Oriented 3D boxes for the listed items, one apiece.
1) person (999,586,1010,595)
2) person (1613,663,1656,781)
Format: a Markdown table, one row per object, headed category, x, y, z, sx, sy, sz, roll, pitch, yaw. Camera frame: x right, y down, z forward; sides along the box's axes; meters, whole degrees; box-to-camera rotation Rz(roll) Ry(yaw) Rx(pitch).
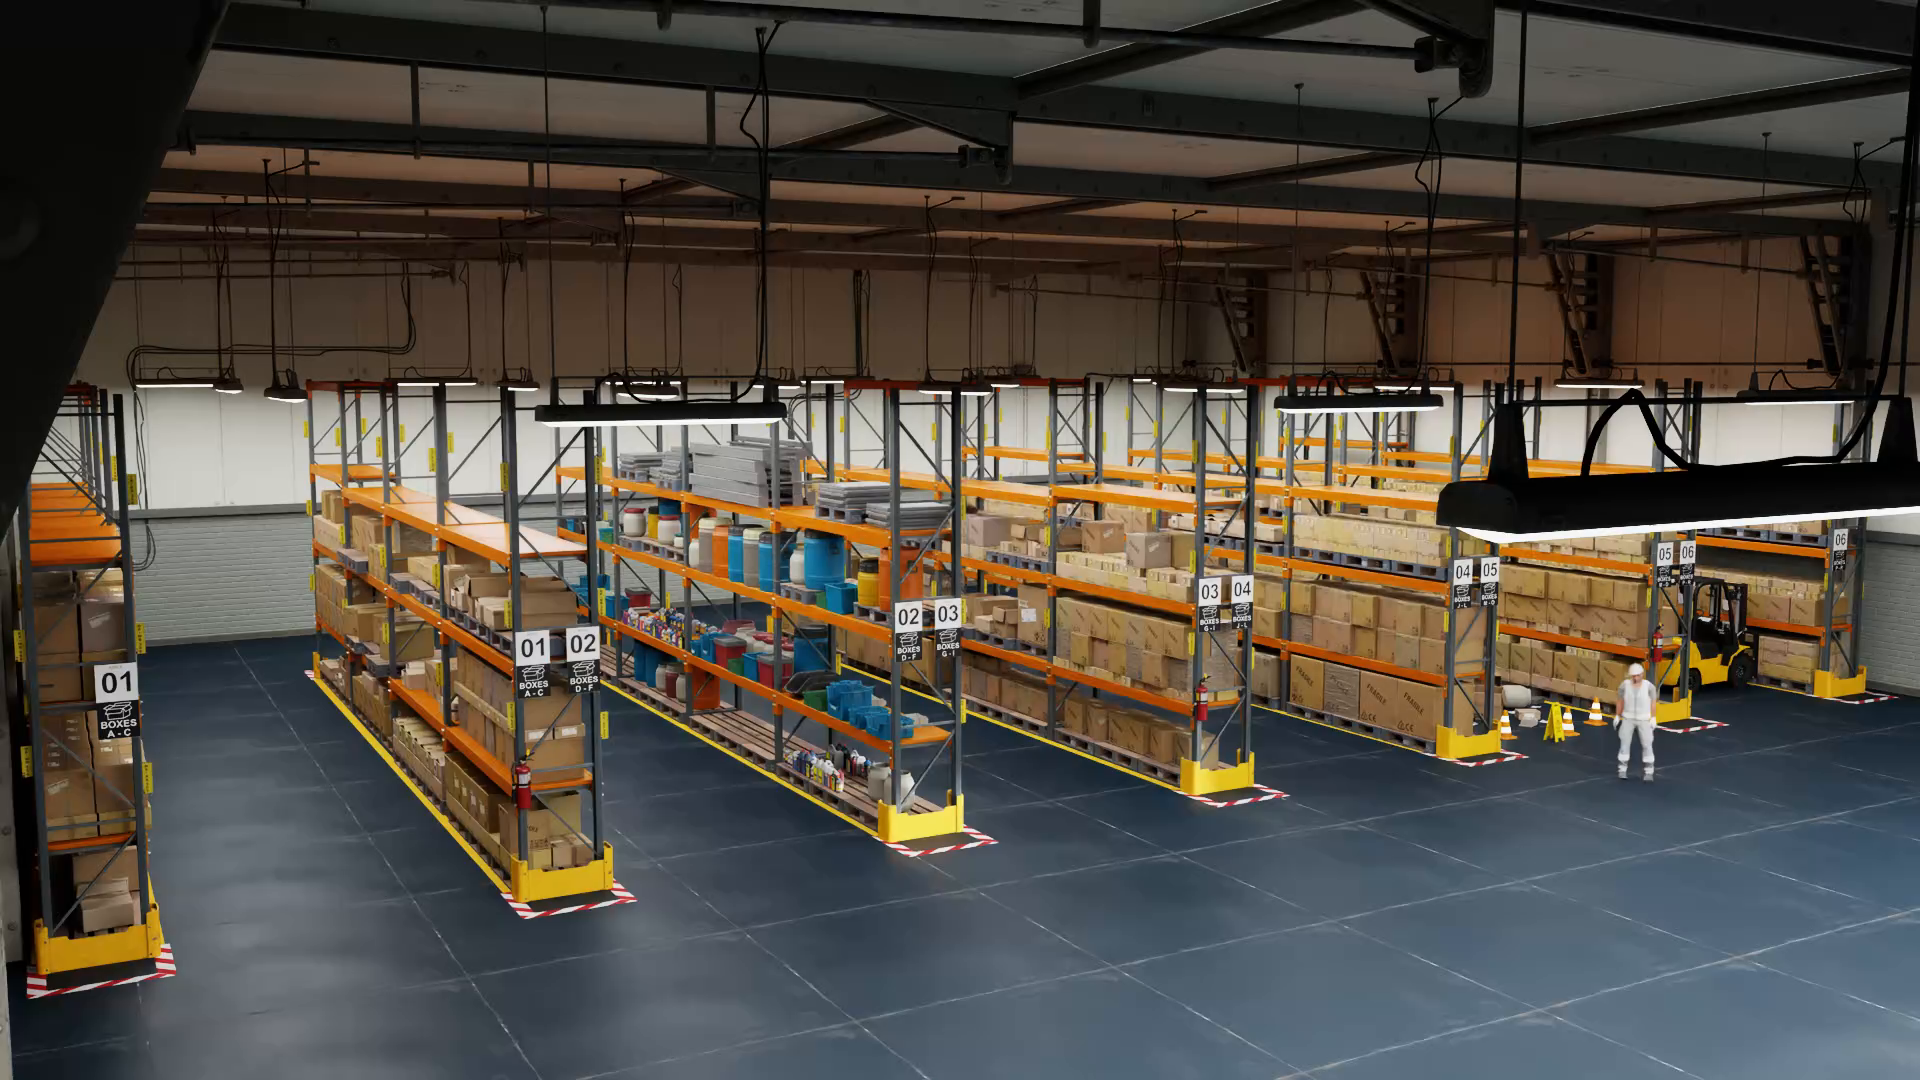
| category | x | y | z | sx | sy | sz | roll | pitch | yaw |
| --- | --- | --- | --- | --- | --- | --- | --- | --- | --- |
| person | 1.073 | 0.672 | 45.302 | 0.493 | 1.668 | 0.580 | 2 | 7 | 22 |
| person | 10.260 | 2.747 | 25.301 | 0.611 | 1.782 | 0.402 | 3 | 7 | 24 |
